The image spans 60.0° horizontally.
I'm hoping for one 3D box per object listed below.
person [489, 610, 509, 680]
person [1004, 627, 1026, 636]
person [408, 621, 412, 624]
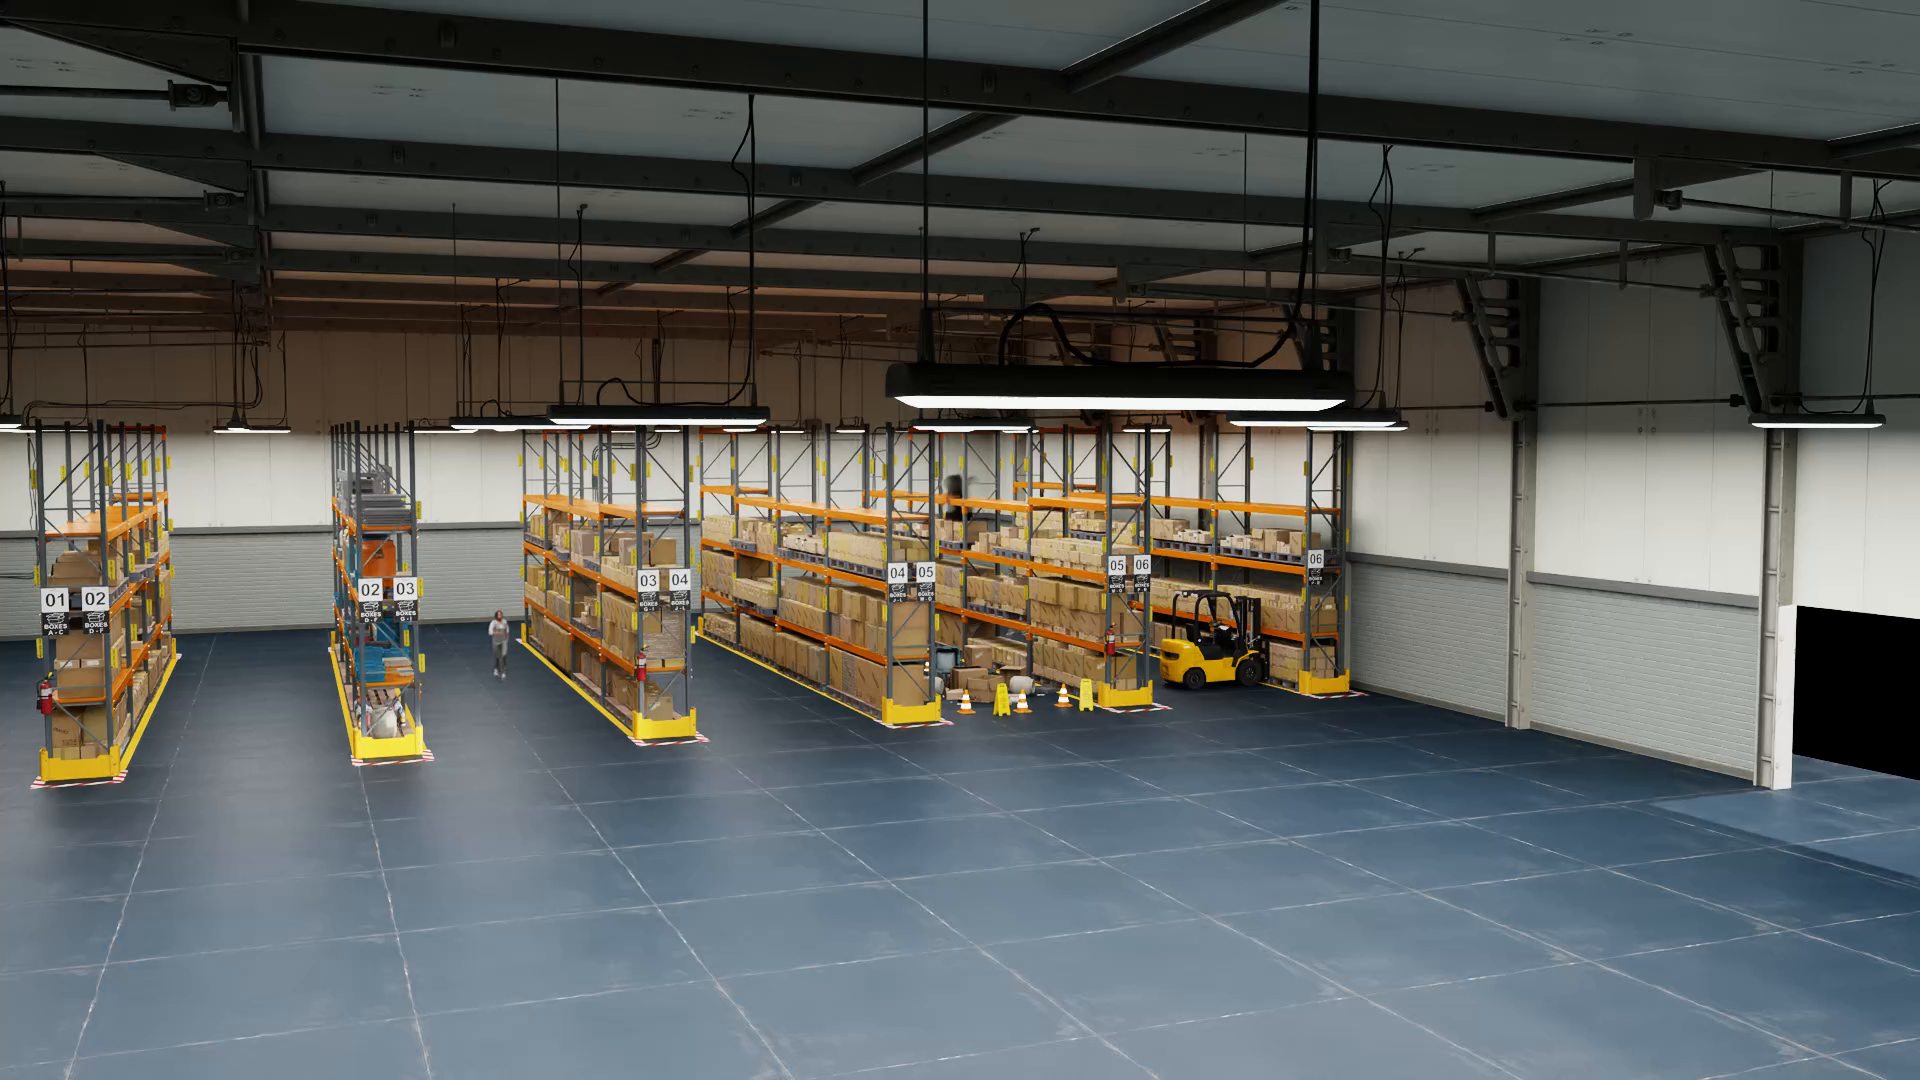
[{"bbox_3d":[-10.869,2.455,39.215,0.498,1.626,0.824,-2,4,-23],"label":"person"},{"bbox_3d":[1.638,1.943,47.441,0.953,1.641,0.562,4,5,45],"label":"person"},{"bbox_3d":[-15.810,1.944,47.537,0.923,1.602,0.733,1,4,18],"label":"person"}]
